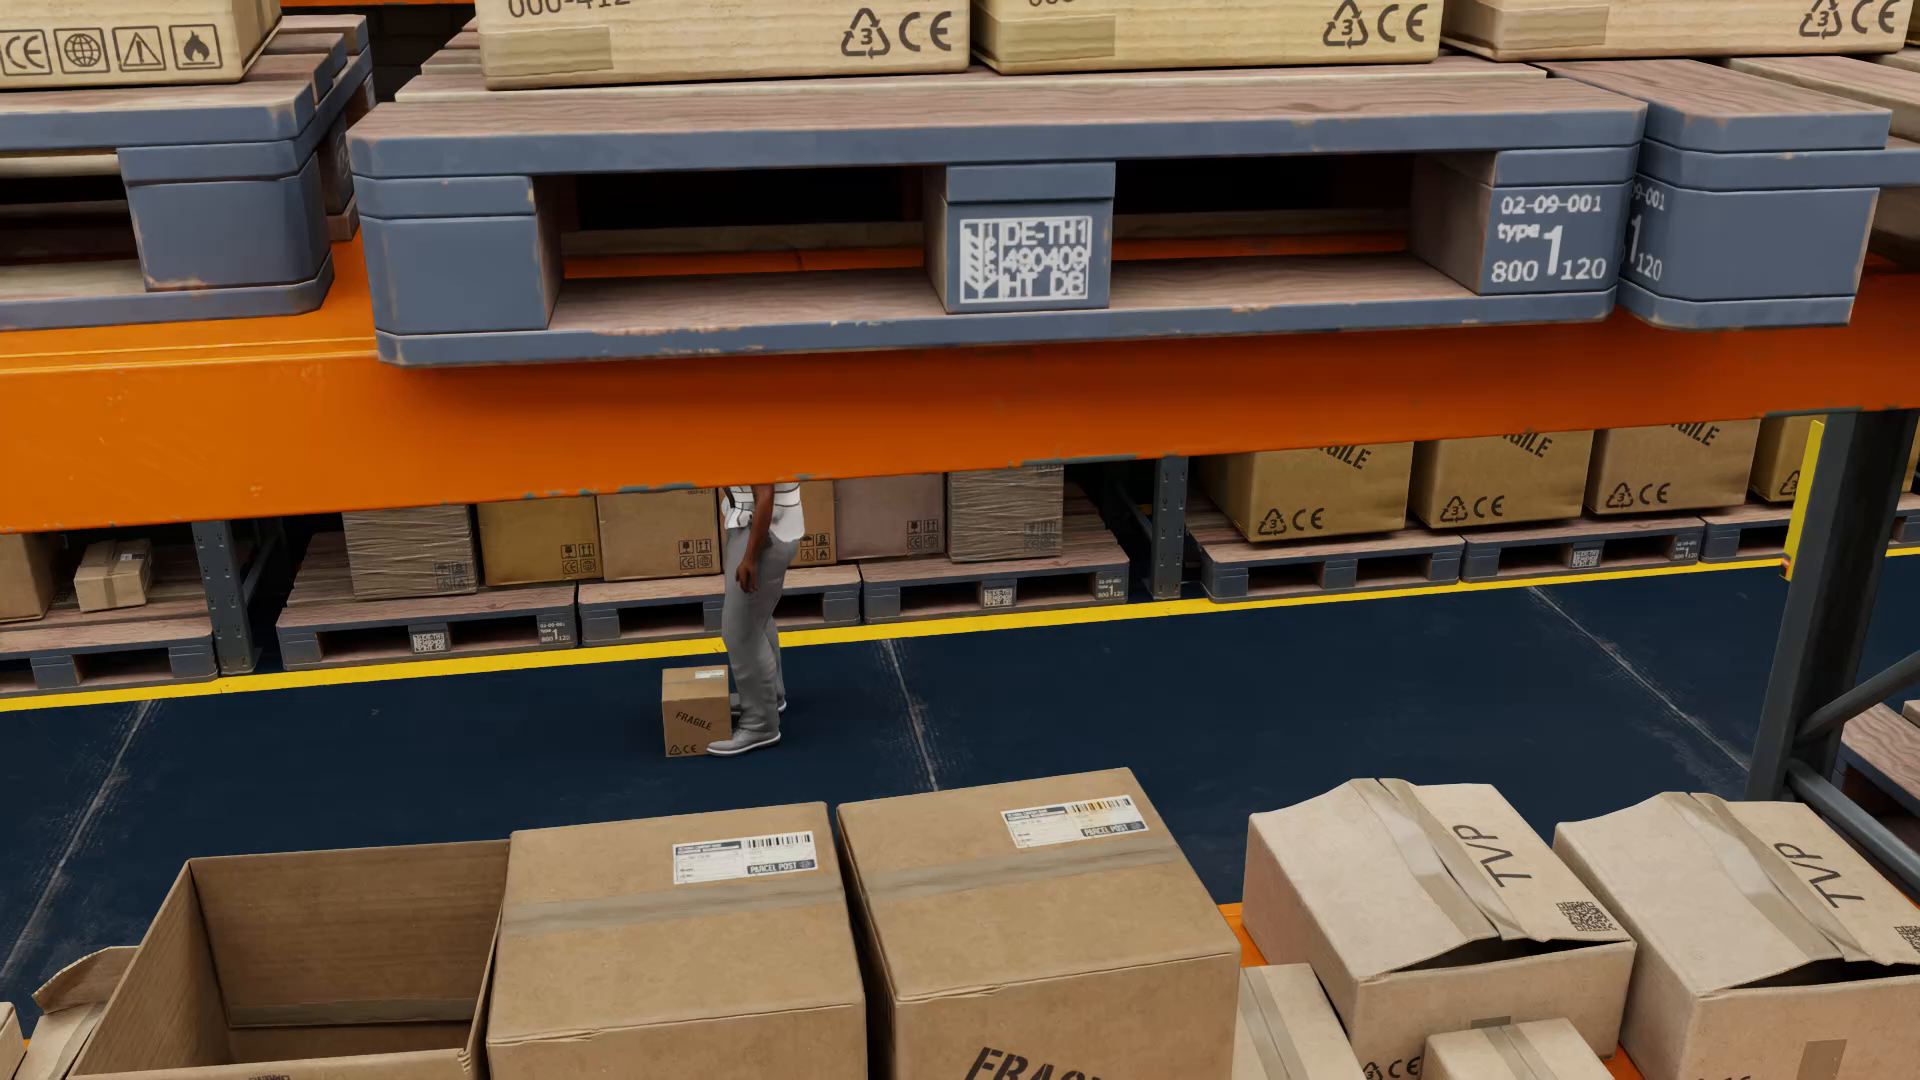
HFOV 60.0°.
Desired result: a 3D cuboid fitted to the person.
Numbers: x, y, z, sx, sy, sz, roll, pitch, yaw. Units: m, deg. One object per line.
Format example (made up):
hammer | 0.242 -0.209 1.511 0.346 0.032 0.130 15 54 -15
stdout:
person | -0.788 -0.015 6.136 0.421 1.656 0.503 -4 24 -10
